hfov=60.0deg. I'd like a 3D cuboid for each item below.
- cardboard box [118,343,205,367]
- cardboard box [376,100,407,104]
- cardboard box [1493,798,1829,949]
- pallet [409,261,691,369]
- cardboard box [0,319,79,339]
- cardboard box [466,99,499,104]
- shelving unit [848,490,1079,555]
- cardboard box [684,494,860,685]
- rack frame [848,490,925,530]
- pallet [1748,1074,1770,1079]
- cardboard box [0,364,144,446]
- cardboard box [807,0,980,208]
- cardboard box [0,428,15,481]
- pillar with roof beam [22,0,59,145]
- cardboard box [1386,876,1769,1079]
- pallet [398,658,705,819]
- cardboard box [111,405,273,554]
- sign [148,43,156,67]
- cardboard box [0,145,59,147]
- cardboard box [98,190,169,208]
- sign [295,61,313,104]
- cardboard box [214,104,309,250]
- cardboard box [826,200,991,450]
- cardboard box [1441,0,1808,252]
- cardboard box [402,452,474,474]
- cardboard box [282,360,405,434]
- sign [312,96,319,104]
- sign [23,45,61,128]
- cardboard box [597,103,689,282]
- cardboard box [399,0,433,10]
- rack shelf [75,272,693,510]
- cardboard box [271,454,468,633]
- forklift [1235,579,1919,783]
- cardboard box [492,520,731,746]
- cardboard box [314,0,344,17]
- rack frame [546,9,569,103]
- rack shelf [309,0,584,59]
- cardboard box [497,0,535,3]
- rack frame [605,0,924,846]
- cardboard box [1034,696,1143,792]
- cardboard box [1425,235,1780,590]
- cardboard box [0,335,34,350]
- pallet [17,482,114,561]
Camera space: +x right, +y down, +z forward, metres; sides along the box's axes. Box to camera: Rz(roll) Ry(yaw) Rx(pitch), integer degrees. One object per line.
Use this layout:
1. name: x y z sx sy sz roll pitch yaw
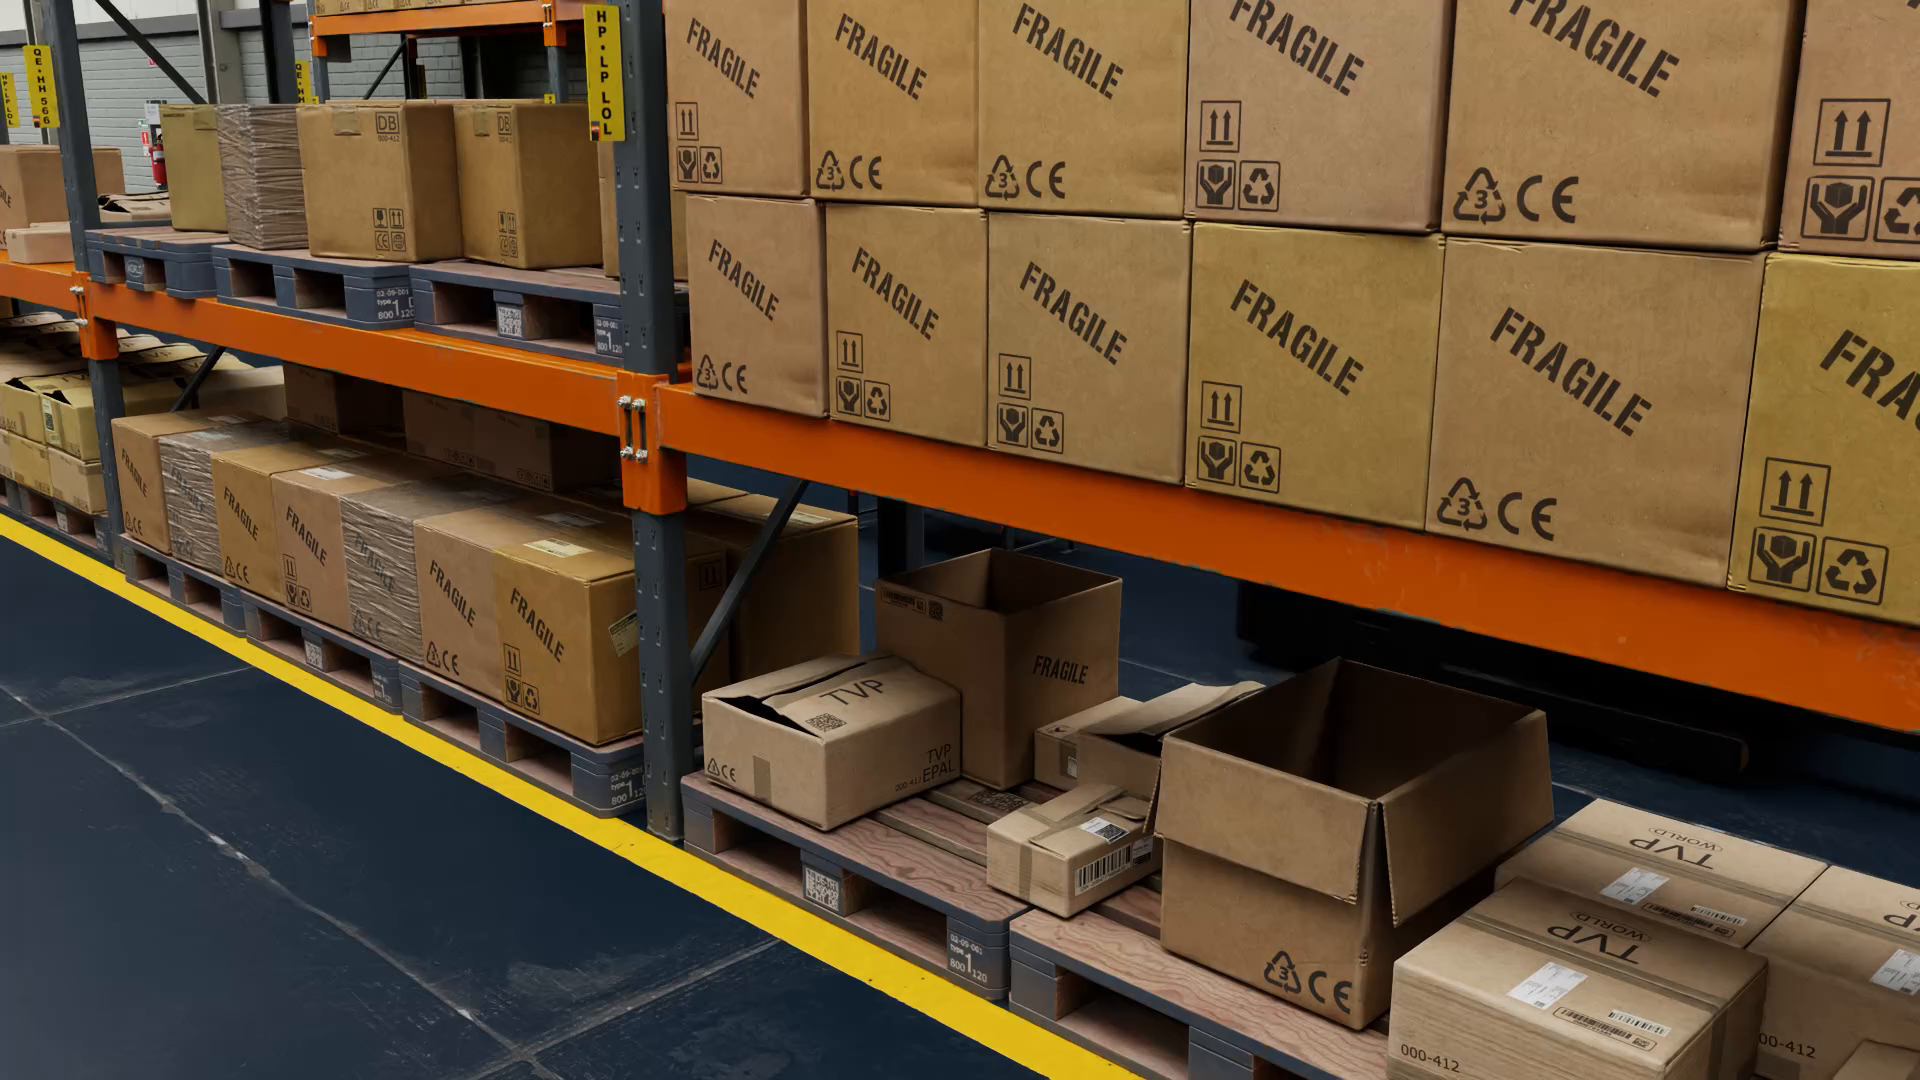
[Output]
1. cardboard box: -4.302 -0.867 8.819 0.500 0.311 0.500 13 19 41
2. cardboard box: -4.851 -3.680 14.877 0.500 0.500 0.500 13 19 40
3. cardboard box: 1.466 0.798 3.501 0.500 0.250 0.500 14 20 42
4. pallet: -0.999 -0.765 5.299 1.213 0.211 1.003 14 20 42
5. cardboard box: -5.389 -1.133 9.841 0.500 0.311 0.500 -14 20 -43
6. cardboard box: -3.741 -3.411 13.844 0.500 0.500 0.500 14 20 42
7. shelving unit: 0.005 -0.543 7.786 1.048 1.125 0.538 14 20 42
8. cardboard box: -0.679 0.170 5.416 0.500 0.500 0.500 13 19 40
9. rack frame: -0.361 -0.632 8.127 0.032 1.125 0.500 14 20 42
10. pallet: 1.751 1.199 2.913 1.213 0.211 1.003 14 20 42
11. cardboard box: -4.306 -0.679 8.096 0.500 0.311 0.500 13 20 41
12. cardboard box: 0.016 -1.006 3.664 0.500 0.500 0.500 13 19 40
13. cardboard box: -4.661 -0.497 8.509 0.500 0.250 0.500 -14 20 -43
14. pillar with roof beam: -16.225 -7.954 20.612 0.400 9.000 9.100 14 20 42
15. cardboard box: 1.155 0.898 3.119 0.500 0.250 0.500 14 20 42
16. pallet: -1.111 0.516 5.533 1.213 0.211 1.003 14 20 42
17. cardboard box: -3.250 -0.270 7.103 0.500 0.500 0.500 -13 20 -42
18. sign: -10.606 -6.363 21.807 0.199 0.298 0.001 14 20 42
19. cardboard box: -4.977 -1.829 8.805 0.500 0.500 0.500 14 20 42
20. cardboard box: -3.888 -1.547 8.095 0.500 0.311 0.500 13 20 42
21. sign: -3.009 -2.020 7.597 0.005 0.325 0.100 14 20 42
22. cardboard box: -2.322 -1.365 6.191 0.700 0.500 0.500 -10 18 -34
23. cardboard box: 0.049 -0.519 3.775 0.500 0.500 0.500 14 20 43
24. cardboard box: 1.128 -0.736 2.628 0.500 0.500 0.500 -14 20 -43
25. cardboard box: -1.788 -0.099 6.448 0.500 0.500 0.500 13 19 40
26. cardboard box: -2.499 -0.634 7.014 0.500 0.250 0.500 -14 20 -42
27. sign: -6.079 -4.018 15.688 0.005 0.325 0.100 14 20 42
28. sign: -3.762 -1.857 6.814 0.005 0.325 0.100 14 20 42
29. cardboard box: -0.685 -1.073 5.070 0.500 0.500 0.700 7 16 24
30. cardboard box: -4.496 -4.823 14.307 0.500 0.500 0.500 -13 19 -41
31. rack shelf: -1.939 -0.700 6.096 4.000 0.370 1.077 14 20 42
32. cardboard box: -2.132 0.000 6.068 0.500 0.500 0.500 13 19 40
33. forklift: 2.461 -0.825 5.285 3.031 2.935 1.130 13 20 41
34. cardboard box: -1.054 0.264 5.053 0.500 0.500 0.500 14 20 42
35. cardboard box: -5.635 -5.104 15.383 0.500 0.500 0.500 -14 20 -43
36. rack frame: -2.823 -2.998 13.489 0.127 3.000 1.000 14 20 42
37. rack shelf: -4.263 -4.451 14.544 4.000 0.370 1.077 14 20 42
38. cardboard box: -3.360 -4.551 13.264 0.500 0.500 0.500 -14 20 -43
39. rack frame: -0.500 -0.698 4.662 0.127 3.000 1.000 14 20 42
40. cardboard box: 0.419 0.572 4.571 0.250 0.149 0.380 14 20 42
41. cardboard box: 1.137 -0.254 2.759 0.500 0.500 0.500 14 20 43
42. cardboard box: -5.404 -0.946 9.120 0.500 0.311 0.500 13 19 40
43. pallet: -3.945 -0.200 8.280 1.213 0.211 1.003 14 20 42
